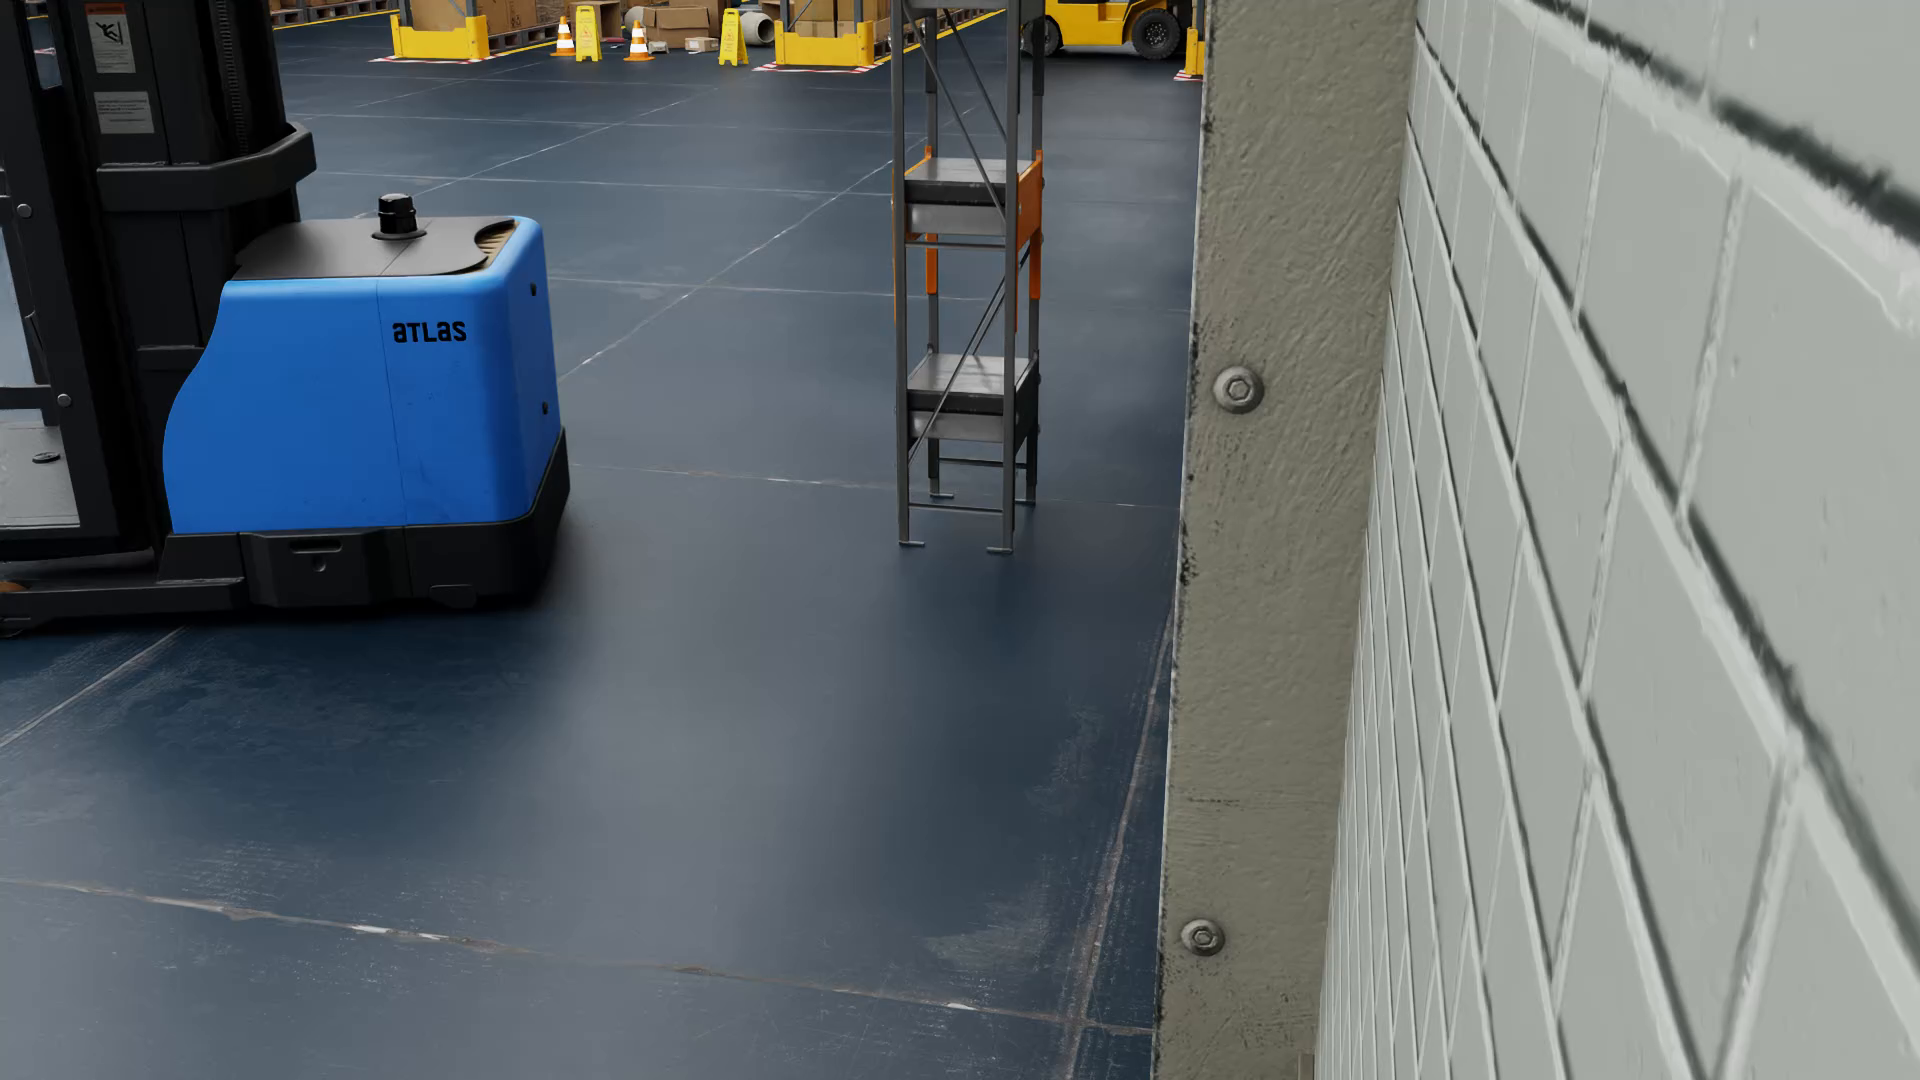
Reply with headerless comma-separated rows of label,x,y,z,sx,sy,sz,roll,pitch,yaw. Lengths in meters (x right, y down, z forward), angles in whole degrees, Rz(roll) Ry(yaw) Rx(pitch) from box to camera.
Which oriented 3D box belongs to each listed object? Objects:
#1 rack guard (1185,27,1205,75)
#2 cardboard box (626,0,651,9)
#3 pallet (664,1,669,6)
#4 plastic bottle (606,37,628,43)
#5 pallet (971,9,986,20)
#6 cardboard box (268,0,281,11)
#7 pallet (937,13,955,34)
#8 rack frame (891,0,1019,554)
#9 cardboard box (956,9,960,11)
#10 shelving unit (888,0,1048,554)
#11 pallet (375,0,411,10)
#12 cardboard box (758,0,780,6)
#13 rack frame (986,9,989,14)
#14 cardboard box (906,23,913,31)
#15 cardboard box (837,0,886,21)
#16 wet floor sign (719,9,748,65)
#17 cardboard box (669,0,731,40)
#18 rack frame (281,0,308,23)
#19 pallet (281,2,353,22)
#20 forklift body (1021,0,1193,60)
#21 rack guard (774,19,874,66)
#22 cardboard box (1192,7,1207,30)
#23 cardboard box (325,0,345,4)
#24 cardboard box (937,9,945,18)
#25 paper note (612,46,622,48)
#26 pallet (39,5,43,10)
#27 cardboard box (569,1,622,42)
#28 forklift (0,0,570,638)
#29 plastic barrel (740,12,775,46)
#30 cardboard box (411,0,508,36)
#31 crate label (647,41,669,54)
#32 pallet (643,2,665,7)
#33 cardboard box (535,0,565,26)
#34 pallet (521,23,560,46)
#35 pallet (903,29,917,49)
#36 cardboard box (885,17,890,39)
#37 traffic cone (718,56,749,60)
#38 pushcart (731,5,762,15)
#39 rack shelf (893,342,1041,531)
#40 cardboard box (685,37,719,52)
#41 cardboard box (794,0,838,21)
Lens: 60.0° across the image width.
rack guard,3.198,-5.611,19.106,1.175,0.500,0.348,4,22,11
cardboard box,-5.469,-8.697,25.872,1.050,0.750,0.750,4,22,11
pallet,-5.126,-8.847,27.526,1.003,0.211,1.213,4,22,11
plastic bottle,-4.682,-6.830,22.719,0.283,0.061,0.133,-3,22,-8
pallet,-0.186,-8.503,26.673,1.003,0.211,1.213,4,22,11
cardboard box,-10.664,-8.267,25.137,0.500,0.500,0.500,4,22,9
pallet,-0.684,-7.611,24.457,1.003,0.211,1.213,4,22,11
rack frame,-0.016,-0.945,5.379,0.400,2.100,0.015,4,22,11
cardboard box,-0.453,-8.305,25.403,0.950,0.372,0.625,5,23,13
shelving unit,0.034,-1.035,5.600,0.431,2.100,0.503,4,22,11
pallet,-9.888,-9.259,28.549,1.003,0.211,1.213,4,22,11
cardboard box,-2.590,-7.936,23.864,0.500,0.500,0.500,4,22,11
rack frame,-0.025,-10.082,26.861,1.000,3.000,0.127,4,22,11
cardboard box,-0.906,-6.921,22.130,0.500,0.250,0.500,5,22,12
cardboard box,-1.218,-6.706,20.593,0.500,0.500,0.500,4,22,9
wet floor sign,-2.744,-6.077,20.066,0.267,0.644,0.232,13,25,29
cardboard box,-3.595,-7.240,22.963,0.797,0.637,0.503,4,22,11
rack frame,-10.543,-9.375,25.105,1.000,3.000,0.127,4,22,11
pallet,-10.385,-8.366,26.333,1.003,0.211,1.213,4,22,11
forklift body,1.803,-7.218,20.886,2.313,2.155,1.214,4,22,11
rack guard,-1.642,-6.025,20.132,1.175,0.500,0.348,4,22,11
cardboard box,2.996,-6.133,19.503,0.500,0.250,0.500,4,22,10
cardboard box,-10.281,-8.815,26.472,0.700,0.500,0.500,4,22,11
cardboard box,-0.737,-7.787,24.118,0.950,0.372,0.625,5,22,12
paper note,-4.551,-6.548,22.061,0.144,0.017,0.142,13,25,29
pallet,-15.023,-9.197,28.395,1.003,0.211,1.213,4,22,11
cardboard box,-5.020,-7.156,22.937,0.500,0.500,0.500,8,23,20
forklift,-2.894,-1.261,5.050,3.031,2.935,1.130,-2,22,-6
plastic barrel,-2.718,-6.832,22.240,0.421,0.421,0.512,-16,27,-35
cardboard box,-6.450,-6.959,21.388,0.875,0.875,0.875,5,22,11
crate label,-3.889,-6.337,21.393,0.250,0.136,0.298,-7,23,-17
pallet,-5.377,-8.402,26.421,1.003,0.211,1.213,4,22,11
cardboard box,-6.085,-7.614,23.015,0.875,0.875,0.875,5,22,11
pallet,-6.186,-6.947,22.808,1.003,0.211,1.213,4,22,11
pallet,-1.191,-6.630,22.022,1.003,0.211,1.213,4,22,11
cardboard box,-1.111,-6.536,21.174,0.500,0.250,0.500,5,23,13
traffic cone,-2.833,-6.235,20.705,0.336,0.463,0.334,4,22,11
pushcart,-3.084,-7.559,24.105,1.648,0.377,0.936,-3,22,-8
rack shelf,0.034,-0.373,5.867,0.431,0.518,0.480,4,22,11
cardboard box,-3.368,-6.467,21.701,0.380,0.149,0.250,18,28,38
cardboard box,-1.749,-6.737,20.669,0.500,0.500,0.500,5,22,11
